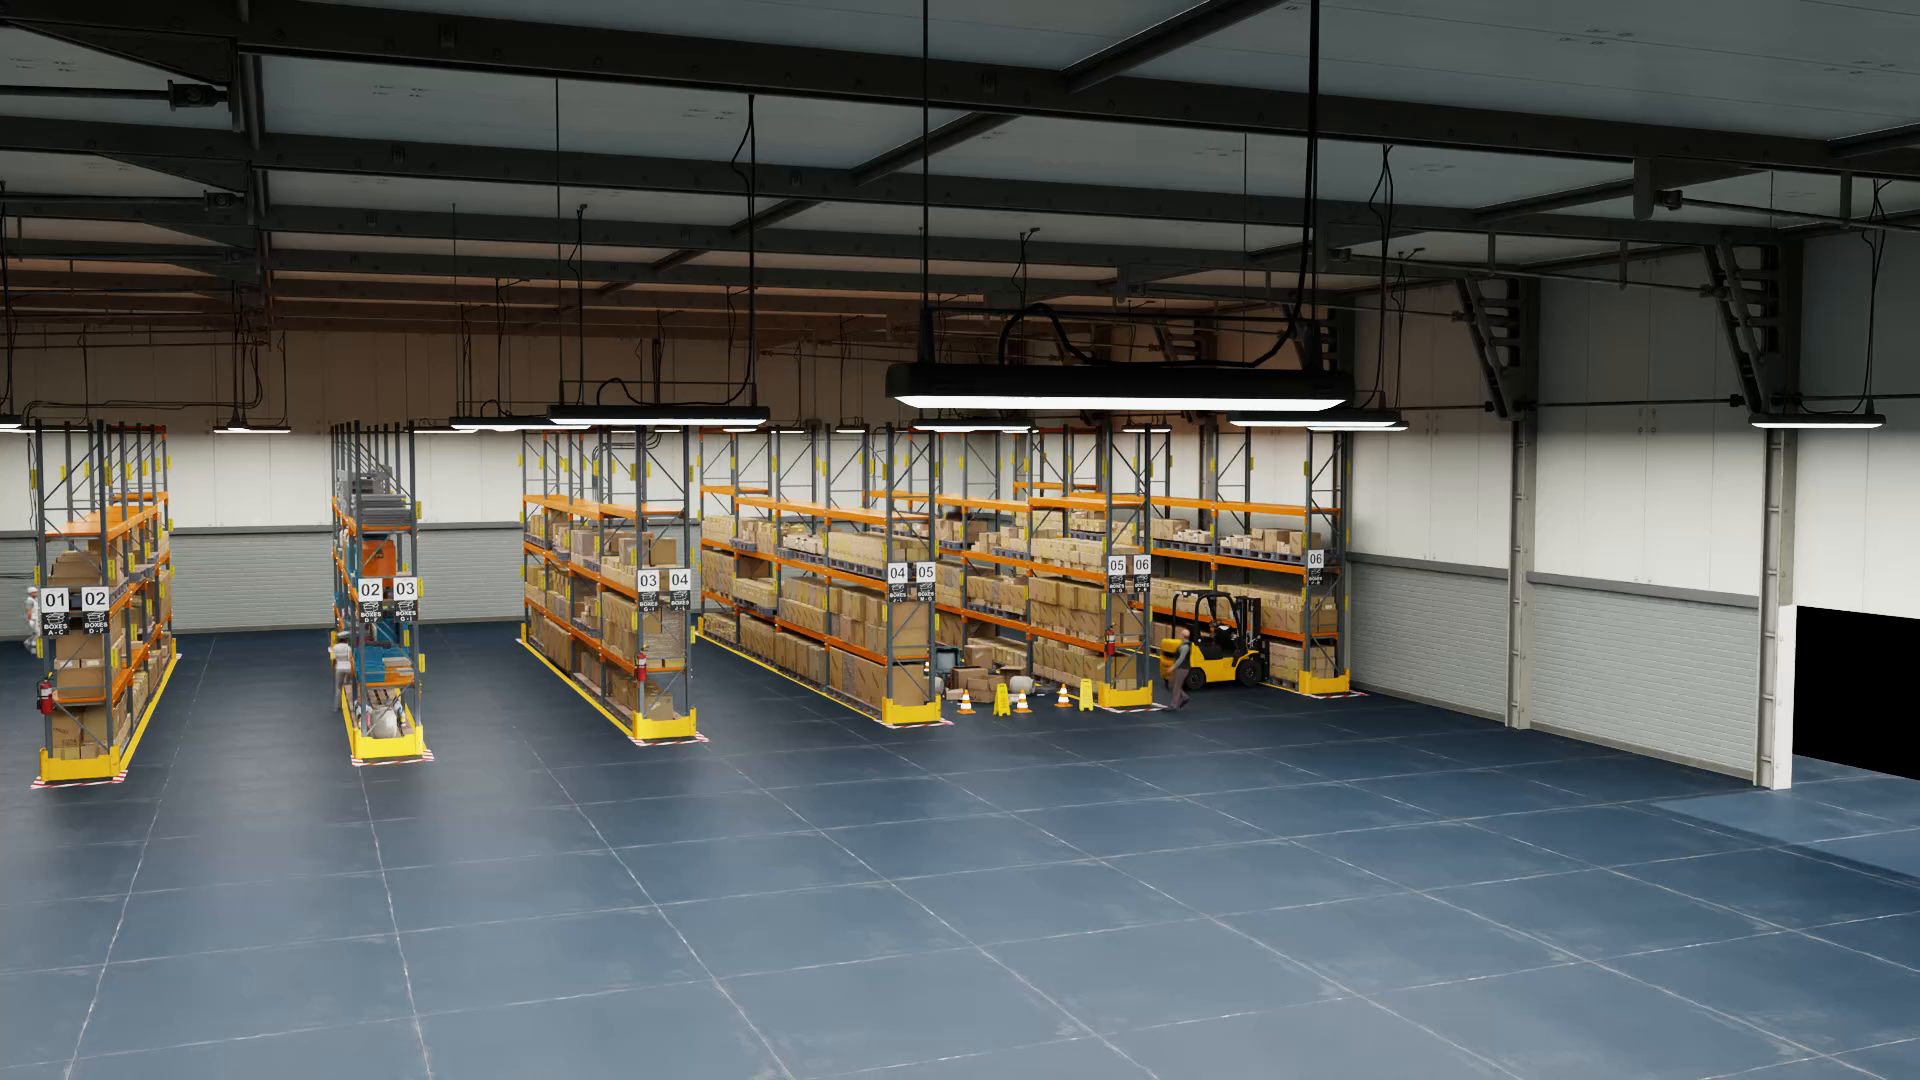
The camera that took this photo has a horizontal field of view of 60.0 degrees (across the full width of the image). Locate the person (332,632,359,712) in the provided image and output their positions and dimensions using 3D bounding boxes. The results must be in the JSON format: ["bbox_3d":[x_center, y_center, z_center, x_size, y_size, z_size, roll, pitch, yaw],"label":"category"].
[{"bbox_3d":[-12.771,2.726,34.580,0.539,1.660,0.536,-1,4,-20],"label":"person"}]

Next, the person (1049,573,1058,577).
[{"bbox_3d":[2.491,1.790,45.726,0.511,1.767,0.609,0,4,5],"label":"person"}]

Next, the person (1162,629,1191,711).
[{"bbox_3d":[4.512,2.706,34.611,0.623,1.701,0.593,0,4,-7],"label":"person"}]

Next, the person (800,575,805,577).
[{"bbox_3d":[-4.452,1.881,47.182,0.445,1.777,0.560,-3,4,-37],"label":"person"}]

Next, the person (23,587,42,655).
[{"bbox_3d":[-24.181,2.107,43.366,0.500,1.778,0.611,-1,4,-17],"label":"person"}]
